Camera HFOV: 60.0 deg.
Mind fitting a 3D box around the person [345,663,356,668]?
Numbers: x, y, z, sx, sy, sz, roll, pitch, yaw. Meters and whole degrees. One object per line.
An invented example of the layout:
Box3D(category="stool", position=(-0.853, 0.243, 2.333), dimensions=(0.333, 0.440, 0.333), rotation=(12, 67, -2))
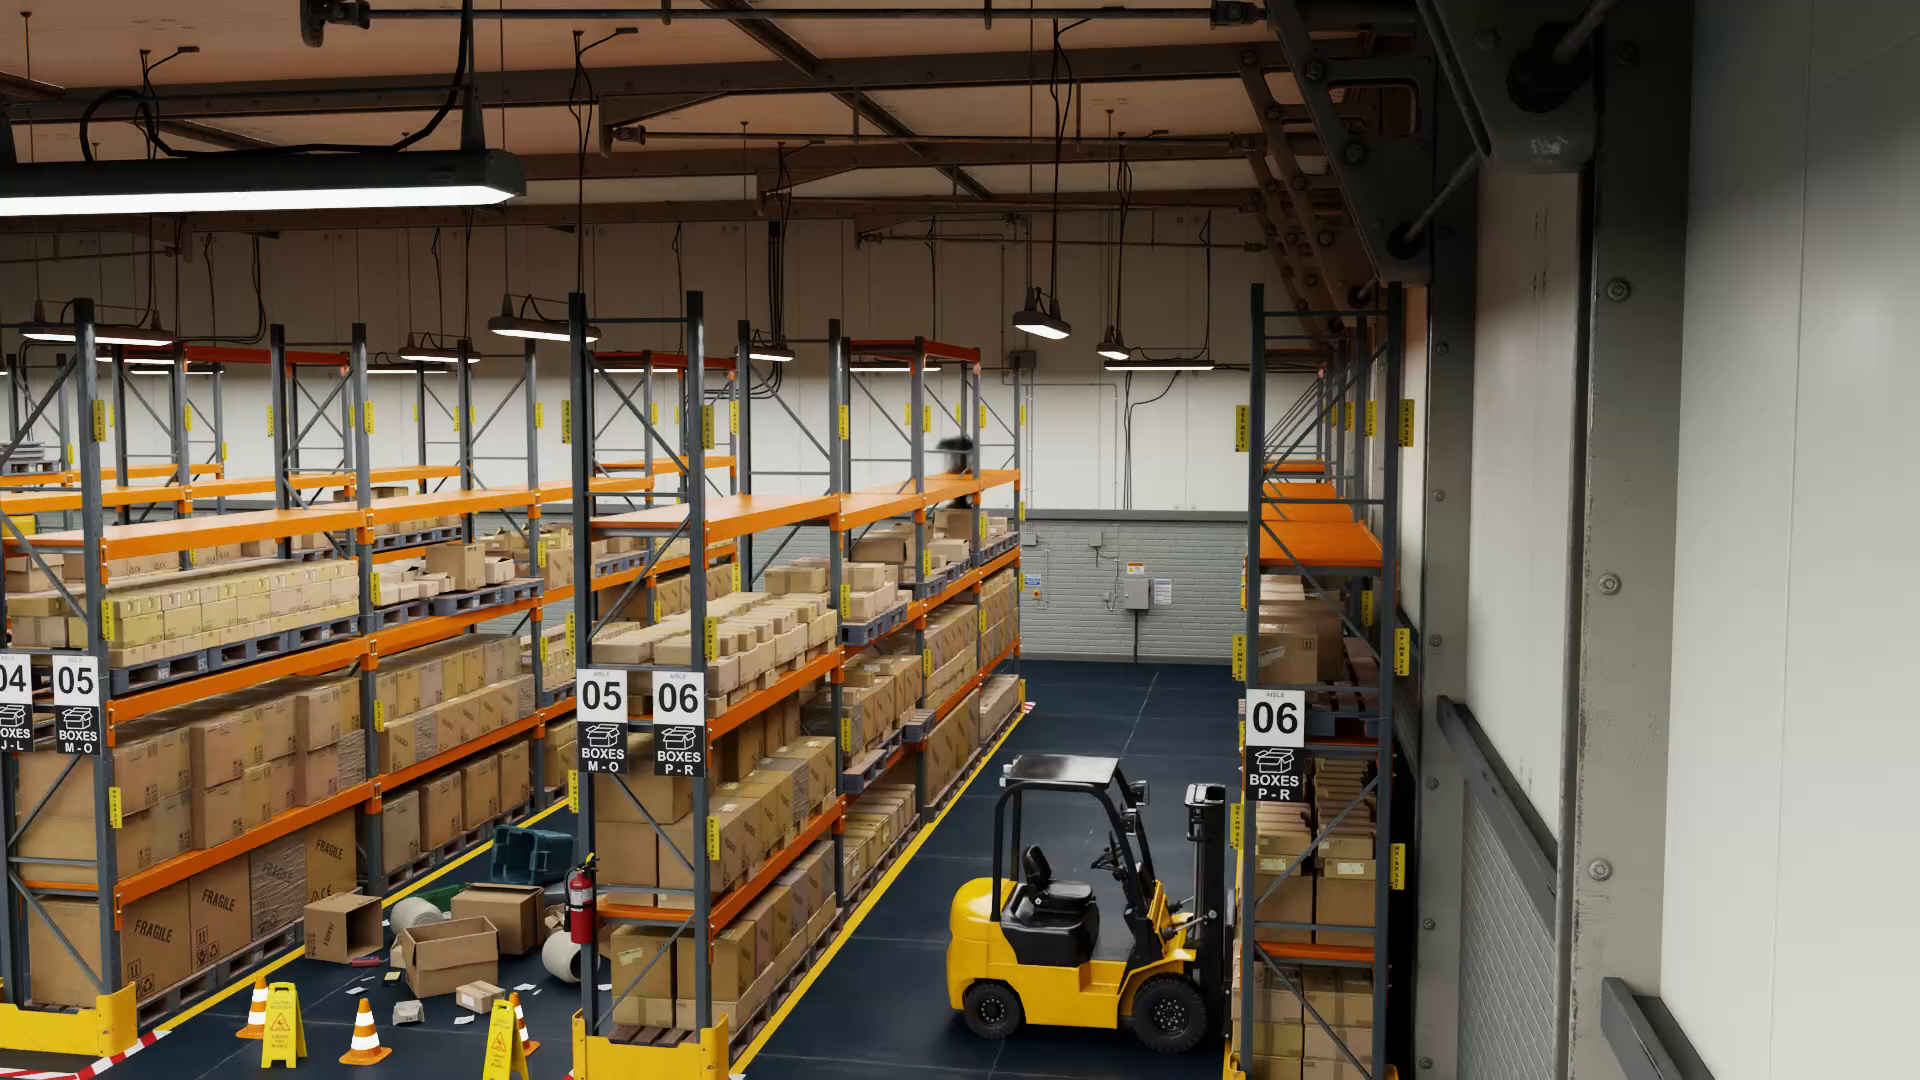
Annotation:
Box3D(category="person", position=(-8.400, 2.494, 23.183), dimensions=(0.615, 1.642, 0.700), rotation=(-1, 5, -10))
